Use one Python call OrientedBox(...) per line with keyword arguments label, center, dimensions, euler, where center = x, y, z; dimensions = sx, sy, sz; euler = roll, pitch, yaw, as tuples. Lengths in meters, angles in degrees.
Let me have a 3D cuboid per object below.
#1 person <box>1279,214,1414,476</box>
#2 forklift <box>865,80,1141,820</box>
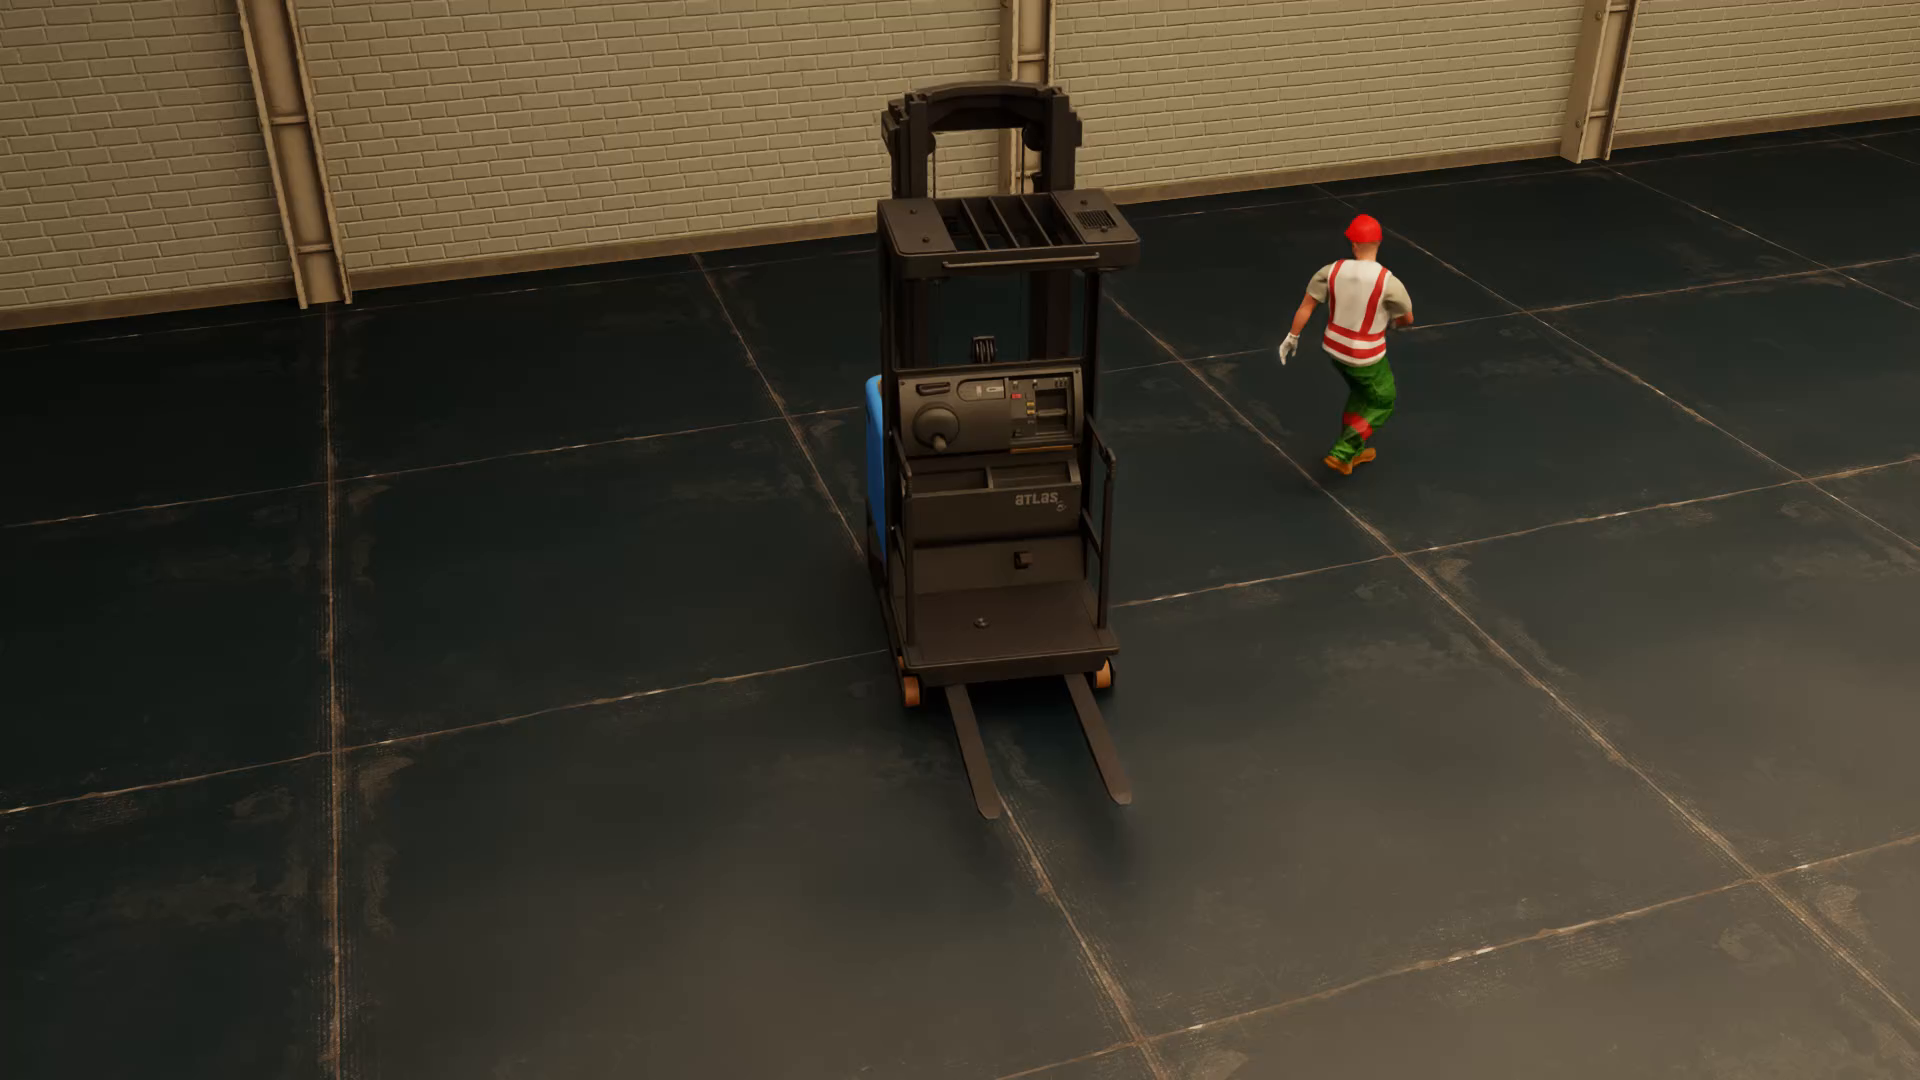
OrientedBox(label="person", center=(2.465, -1.207, 10.414), dimensions=(0.706, 1.716, 0.664), euler=(-20, 36, -31))
OrientedBox(label="forklift", center=(0.194, -0.604, 8.137), dimensions=(1.130, 2.935, 3.031), euler=(-5, 30, -8))
